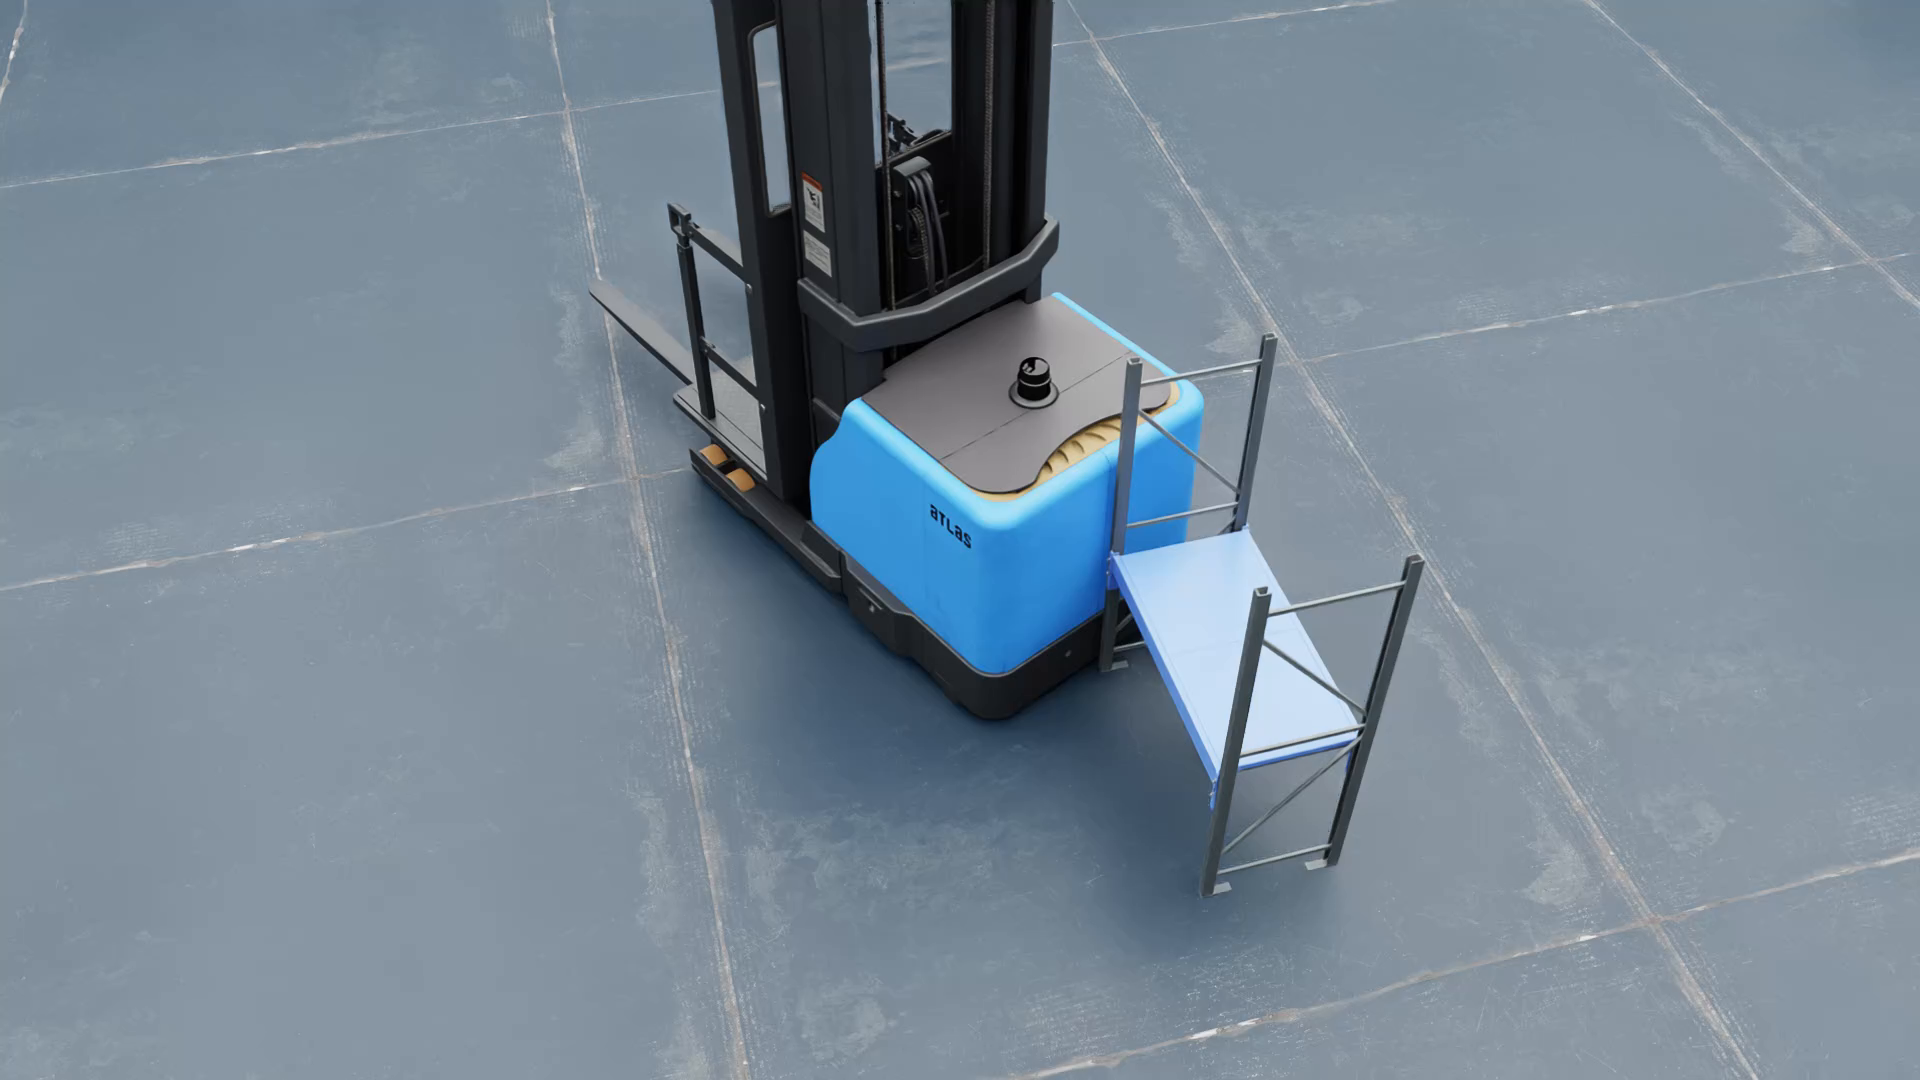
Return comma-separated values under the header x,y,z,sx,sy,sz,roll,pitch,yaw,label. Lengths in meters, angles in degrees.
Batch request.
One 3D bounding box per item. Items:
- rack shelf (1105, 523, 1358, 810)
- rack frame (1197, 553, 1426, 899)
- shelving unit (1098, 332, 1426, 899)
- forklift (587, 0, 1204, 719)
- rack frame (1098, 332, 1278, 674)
x,y,z,sx,sy,sz,roll,pitch,yaw,label
0.905,0.395,5.565,0.538,0.185,1.000,-11,47,-11,rack shelf
1.043,0.618,5.094,0.500,1.500,0.032,-11,47,-11,rack frame
0.905,0.269,5.436,0.538,1.500,1.048,-11,47,-11,shelving unit
-0.469,-1.363,6.034,1.130,2.935,3.031,-31,53,-27,forklift
0.767,-0.081,5.779,0.500,1.500,0.032,-11,47,-11,rack frame
